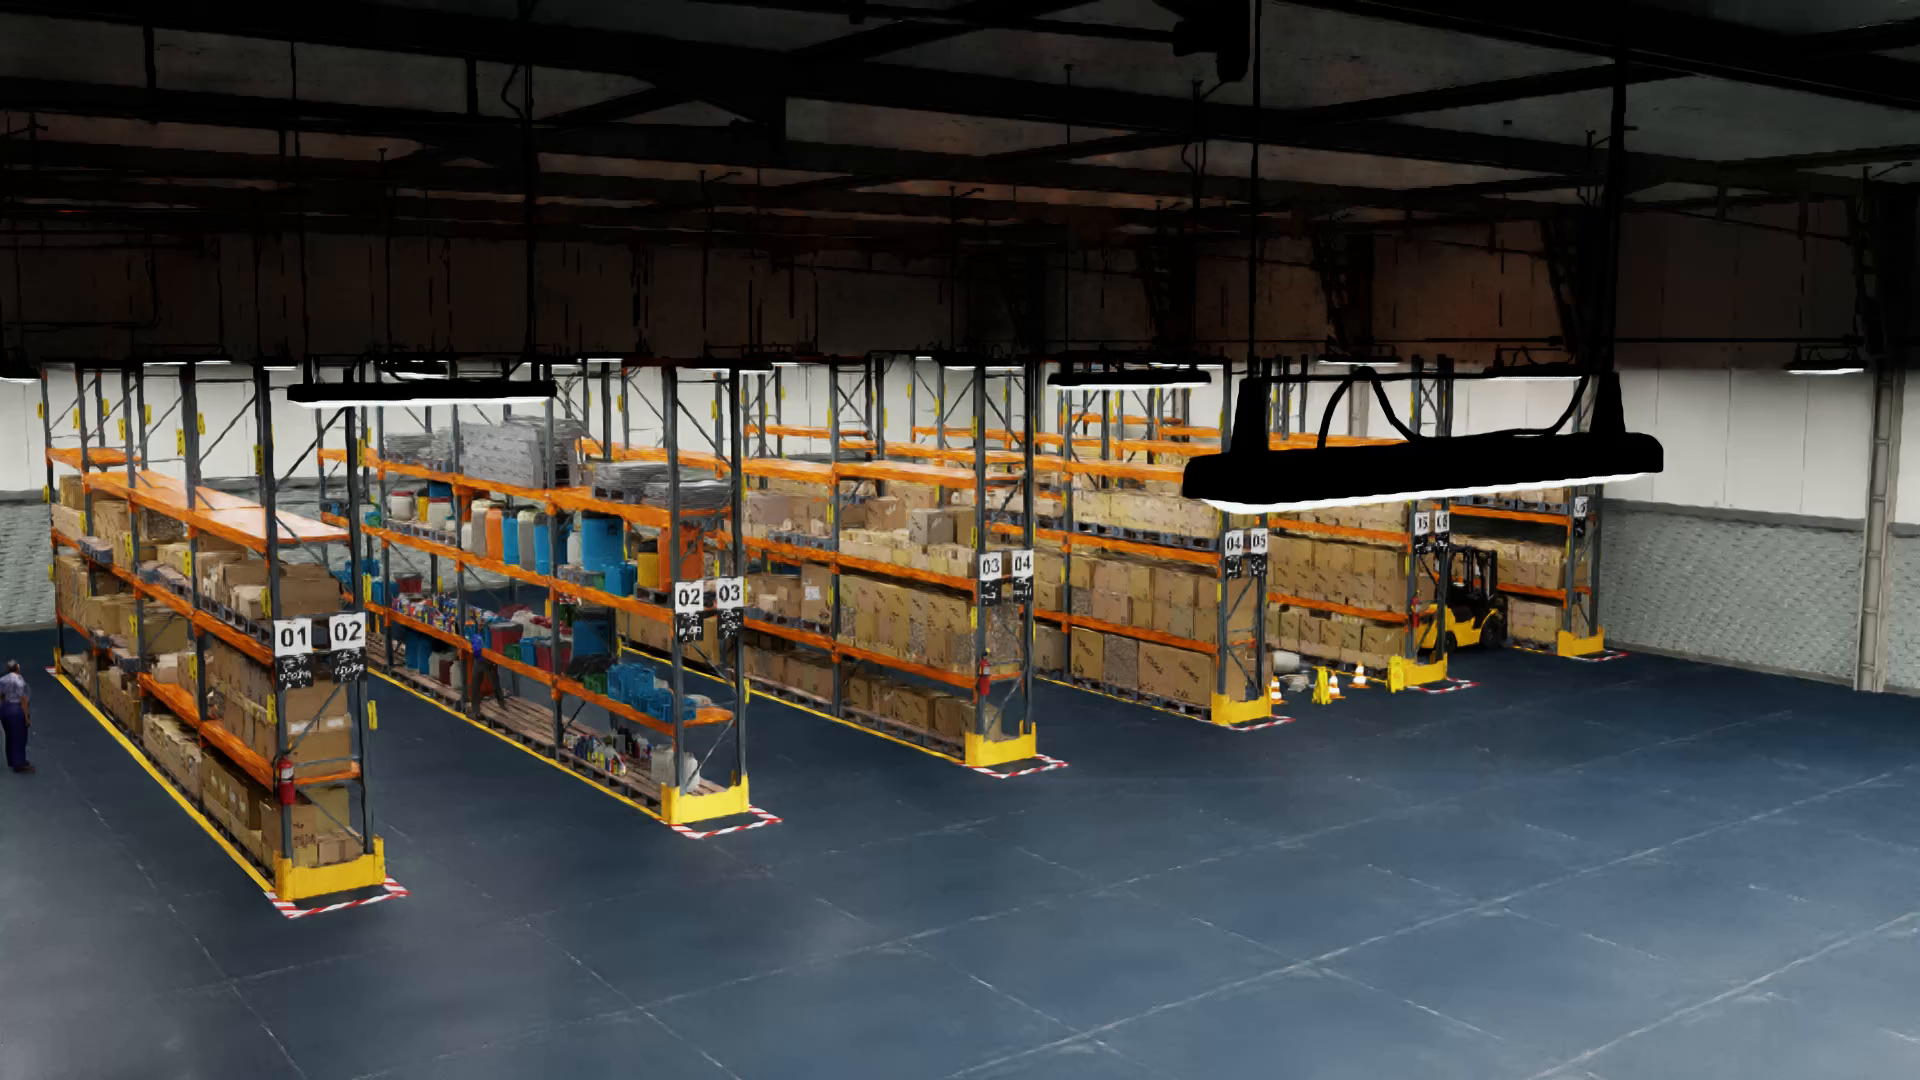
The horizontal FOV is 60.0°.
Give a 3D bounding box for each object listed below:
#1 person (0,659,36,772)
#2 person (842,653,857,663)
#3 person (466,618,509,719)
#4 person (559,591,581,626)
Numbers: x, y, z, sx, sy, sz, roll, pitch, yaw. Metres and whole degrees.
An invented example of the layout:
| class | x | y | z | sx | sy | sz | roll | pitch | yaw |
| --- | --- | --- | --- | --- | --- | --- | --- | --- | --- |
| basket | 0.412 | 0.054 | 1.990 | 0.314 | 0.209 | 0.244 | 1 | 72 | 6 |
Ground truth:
| class | x | y | z | sx | sy | sz | roll | pitch | yaw |
| --- | --- | --- | --- | --- | --- | --- | --- | --- | --- |
| person | -13.896 | 2.566 | 24.525 | 0.530 | 1.653 | 0.430 | 3 | 8 | 24 |
| person | -2.002 | 1.832 | 31.127 | 0.415 | 1.517 | 1.041 | -6 | 9 | -39 |
| person | -7.811 | 2.115 | 27.545 | 0.647 | 1.650 | 0.553 | 1 | 7 | 6 |
| person | -8.221 | 1.316 | 34.680 | 0.677 | 1.742 | 0.552 | -5 | 9 | -37 |
